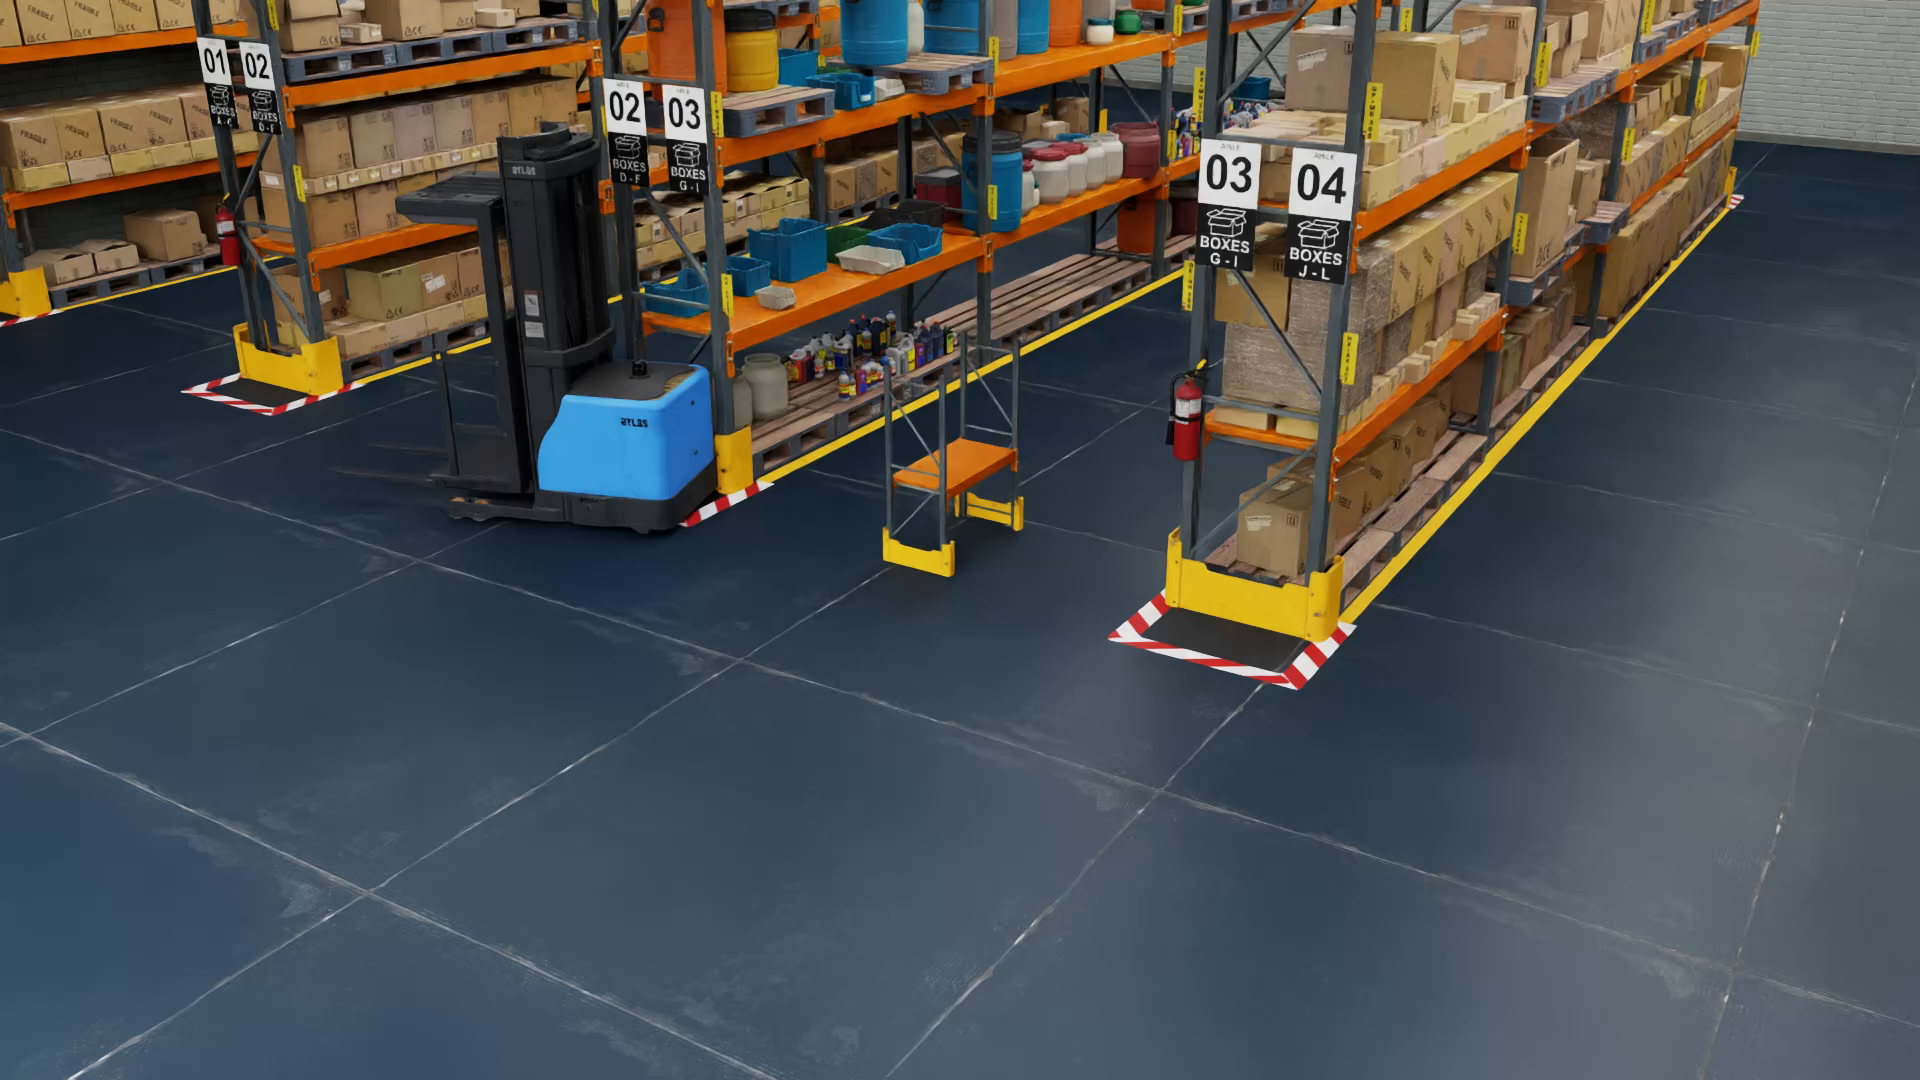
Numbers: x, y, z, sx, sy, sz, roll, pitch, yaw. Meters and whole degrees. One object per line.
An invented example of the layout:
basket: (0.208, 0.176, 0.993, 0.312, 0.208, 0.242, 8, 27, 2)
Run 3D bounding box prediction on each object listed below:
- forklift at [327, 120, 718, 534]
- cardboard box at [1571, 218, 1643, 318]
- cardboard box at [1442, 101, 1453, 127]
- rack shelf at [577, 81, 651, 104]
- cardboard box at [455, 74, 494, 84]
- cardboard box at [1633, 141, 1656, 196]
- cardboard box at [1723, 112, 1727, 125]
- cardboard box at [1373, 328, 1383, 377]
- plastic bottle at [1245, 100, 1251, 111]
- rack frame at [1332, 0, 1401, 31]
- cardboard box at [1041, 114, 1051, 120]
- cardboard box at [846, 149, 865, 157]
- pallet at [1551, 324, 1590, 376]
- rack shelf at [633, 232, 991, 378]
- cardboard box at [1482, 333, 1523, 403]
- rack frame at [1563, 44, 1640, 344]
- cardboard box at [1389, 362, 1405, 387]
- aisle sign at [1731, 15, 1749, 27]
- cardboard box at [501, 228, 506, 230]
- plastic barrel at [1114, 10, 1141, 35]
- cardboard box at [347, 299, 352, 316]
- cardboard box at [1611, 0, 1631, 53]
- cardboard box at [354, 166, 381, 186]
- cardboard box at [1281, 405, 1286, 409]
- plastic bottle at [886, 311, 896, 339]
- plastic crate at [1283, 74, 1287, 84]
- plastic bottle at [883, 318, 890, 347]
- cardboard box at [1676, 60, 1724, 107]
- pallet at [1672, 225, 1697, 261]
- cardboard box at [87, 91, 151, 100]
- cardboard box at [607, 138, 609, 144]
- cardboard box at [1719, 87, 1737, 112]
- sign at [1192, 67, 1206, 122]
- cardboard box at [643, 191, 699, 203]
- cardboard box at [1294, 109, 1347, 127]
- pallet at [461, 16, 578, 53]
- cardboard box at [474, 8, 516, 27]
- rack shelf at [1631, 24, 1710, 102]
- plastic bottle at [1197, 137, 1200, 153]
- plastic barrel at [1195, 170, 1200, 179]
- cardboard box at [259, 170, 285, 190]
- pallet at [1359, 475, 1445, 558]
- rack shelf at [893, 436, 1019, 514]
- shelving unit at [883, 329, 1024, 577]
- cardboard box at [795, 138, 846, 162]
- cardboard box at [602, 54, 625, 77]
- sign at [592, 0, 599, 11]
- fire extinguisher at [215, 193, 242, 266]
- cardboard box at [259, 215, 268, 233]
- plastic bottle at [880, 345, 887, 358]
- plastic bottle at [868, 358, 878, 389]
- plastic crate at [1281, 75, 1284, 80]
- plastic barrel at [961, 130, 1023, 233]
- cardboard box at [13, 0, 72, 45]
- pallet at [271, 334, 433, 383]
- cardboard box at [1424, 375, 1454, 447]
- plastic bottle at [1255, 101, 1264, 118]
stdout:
forklift: (-3.527, -1.687, 12.793, 3.031, 2.935, 1.130, 6, 24, 13)
cardboard box: (6.550, -2.989, 17.861, 1.225, 0.875, 0.875, 12, 26, 27)
cardboard box: (3.225, -2.995, 11.639, 0.380, 0.149, 0.250, 13, 26, 27)
rack shelf: (-5.401, -7.002, 25.890, 1.077, 0.370, 4.000, 14, 27, 29)
cardboard box: (-6.967, -6.550, 23.260, 0.700, 0.500, 0.500, 11, 26, 24)
cardboard box: (7.194, -4.044, 18.026, 0.500, 0.500, 0.500, 13, 27, 28)
cardboard box: (9.943, -5.594, 22.047, 0.380, 0.149, 0.250, 13, 27, 28)
cardboard box: (2.424, -1.399, 11.541, 0.875, 0.500, 0.500, 14, 27, 29)
plastic bottle: (3.742, -5.560, 21.715, 0.144, 0.351, 0.185, 14, 27, 29)
rack frame: (6.181, -7.281, 25.629, 1.000, 3.000, 0.127, 14, 27, 29)
cardboard box: (1.183, -6.968, 27.812, 0.500, 0.250, 0.500, 14, 27, 29)
cardboard box: (-1.678, -5.214, 23.448, 0.500, 0.500, 0.500, 13, 27, 27)
pallet: (5.755, -2.000, 16.939, 1.003, 0.211, 1.213, 14, 27, 29)
rack shelf: (-1.204, -2.226, 14.857, 1.077, 0.370, 4.000, 14, 27, 29)
cardboard box: (4.669, -1.607, 15.116, 0.700, 0.500, 0.500, 14, 27, 29)
rack frame: (6.169, -3.543, 16.994, 1.000, 3.000, 0.127, 14, 27, 29)
cardboard box: (2.955, -1.197, 11.891, 0.380, 0.149, 0.250, 14, 27, 29)
aisle sign: (10.681, -7.397, 22.626, 0.394, 0.787, 0.004, 14, 27, 29)
cardboard box: (-4.688, -3.177, 18.136, 0.500, 0.500, 0.500, 14, 27, 29)
plastic barrel: (1.874, -5.792, 18.609, 0.294, 0.245, 0.294, 0, 23, 0)
cardboard box: (-6.180, -2.265, 16.975, 0.500, 0.250, 0.500, 14, 27, 29)
cardboard box: (5.868, -4.806, 15.381, 0.500, 0.500, 0.500, 14, 27, 29)
cardboard box: (-5.806, -3.525, 16.009, 0.380, 0.149, 0.250, 14, 27, 29)
cardboard box: (2.056, -0.951, 11.324, 0.380, 0.149, 0.250, 14, 27, 29)
plastic bottle: (-0.690, -2.165, 16.691, 0.097, 0.271, 0.097, 0, 23, 0)
plastic crate: (4.755, -6.237, 23.060, 0.402, 0.464, 0.583, 14, 27, 29)
plastic bottle: (-0.746, -2.034, 16.373, 0.061, 0.283, 0.133, 14, 27, 29)
cardboard box: (9.285, -5.754, 20.972, 0.500, 0.500, 0.500, 13, 27, 27)
pallet: (8.746, -3.854, 21.222, 1.003, 0.211, 1.213, 14, 27, 29)
cardboard box: (-9.799, -4.958, 19.483, 0.500, 0.500, 0.500, 14, 27, 30)
cardboard box: (-4.048, -4.544, 19.475, 0.396, 0.266, 0.258, 13, 27, 28)
cardboard box: (10.090, -5.920, 22.300, 0.500, 0.250, 0.500, 13, 27, 28)
sign: (1.488, -2.749, 10.269, 0.100, 0.325, 0.005, 14, 27, 29)
cardboard box: (-3.583, -4.169, 20.666, 0.500, 0.311, 0.500, 13, 27, 28)
cardboard box: (2.467, -2.818, 11.231, 0.380, 0.149, 0.250, 14, 27, 30)
pallet: (-4.783, -5.313, 17.418, 1.003, 0.211, 1.213, 14, 27, 29)
cardboard box: (-4.759, -5.324, 16.944, 0.380, 0.149, 0.250, 14, 27, 29)
rack shelf: (7.224, -5.264, 18.100, 1.077, 0.370, 4.000, 14, 27, 29)
plastic bottle: (2.863, -4.803, 20.154, 0.097, 0.201, 0.097, 0, 23, 0)
plastic barrel: (3.396, -4.742, 21.876, 0.600, 0.901, 0.708, 14, 27, 29)
cardboard box: (-6.426, -3.433, 15.797, 0.380, 0.149, 0.250, 13, 27, 28)
pallet: (3.092, -0.266, 12.934, 1.003, 0.211, 1.213, 14, 27, 29)
rack shelf: (-0.045, -0.494, 12.293, 0.538, 0.185, 1.000, 14, 27, 29)
shelving unit: (-0.040, -0.663, 12.228, 0.587, 1.500, 1.083, 14, 27, 29)
cardboard box: (-1.925, -5.404, 22.941, 0.500, 0.250, 0.500, 15, 28, 31)
cardboard box: (-5.435, -7.301, 25.150, 0.500, 0.500, 0.500, 14, 27, 29)
sign: (-3.883, -5.804, 17.692, 0.100, 0.325, 0.005, 14, 27, 29)
fire extinguisher: (-6.922, -2.942, 15.703, 0.296, 0.674, 0.183, 14, 27, 29)
cardboard box: (-8.822, -4.022, 21.113, 0.380, 0.166, 0.250, 10, 25, 22)
plastic bottle: (-0.695, -1.703, 15.609, 0.061, 0.283, 0.133, 14, 27, 29)
plastic bottle: (-0.804, -1.527, 15.217, 0.097, 0.271, 0.097, 0, 23, 0)
plastic crate: (4.918, -6.672, 24.356, 0.416, 0.233, 0.300, 14, 27, 29)
plastic barrel: (0.312, -3.528, 16.328, 0.600, 0.901, 0.708, 14, 27, 29)
cardboard box: (-9.973, -5.623, 17.872, 0.500, 0.500, 0.500, 16, 28, 32)
pallet: (-6.097, -1.907, 16.726, 1.003, 0.211, 1.213, 14, 27, 29)
cardboard box: (3.814, -1.112, 13.996, 0.500, 0.500, 0.500, 13, 27, 27)
plastic bottle: (3.864, -5.530, 21.645, 0.144, 0.351, 0.185, 14, 27, 29)
